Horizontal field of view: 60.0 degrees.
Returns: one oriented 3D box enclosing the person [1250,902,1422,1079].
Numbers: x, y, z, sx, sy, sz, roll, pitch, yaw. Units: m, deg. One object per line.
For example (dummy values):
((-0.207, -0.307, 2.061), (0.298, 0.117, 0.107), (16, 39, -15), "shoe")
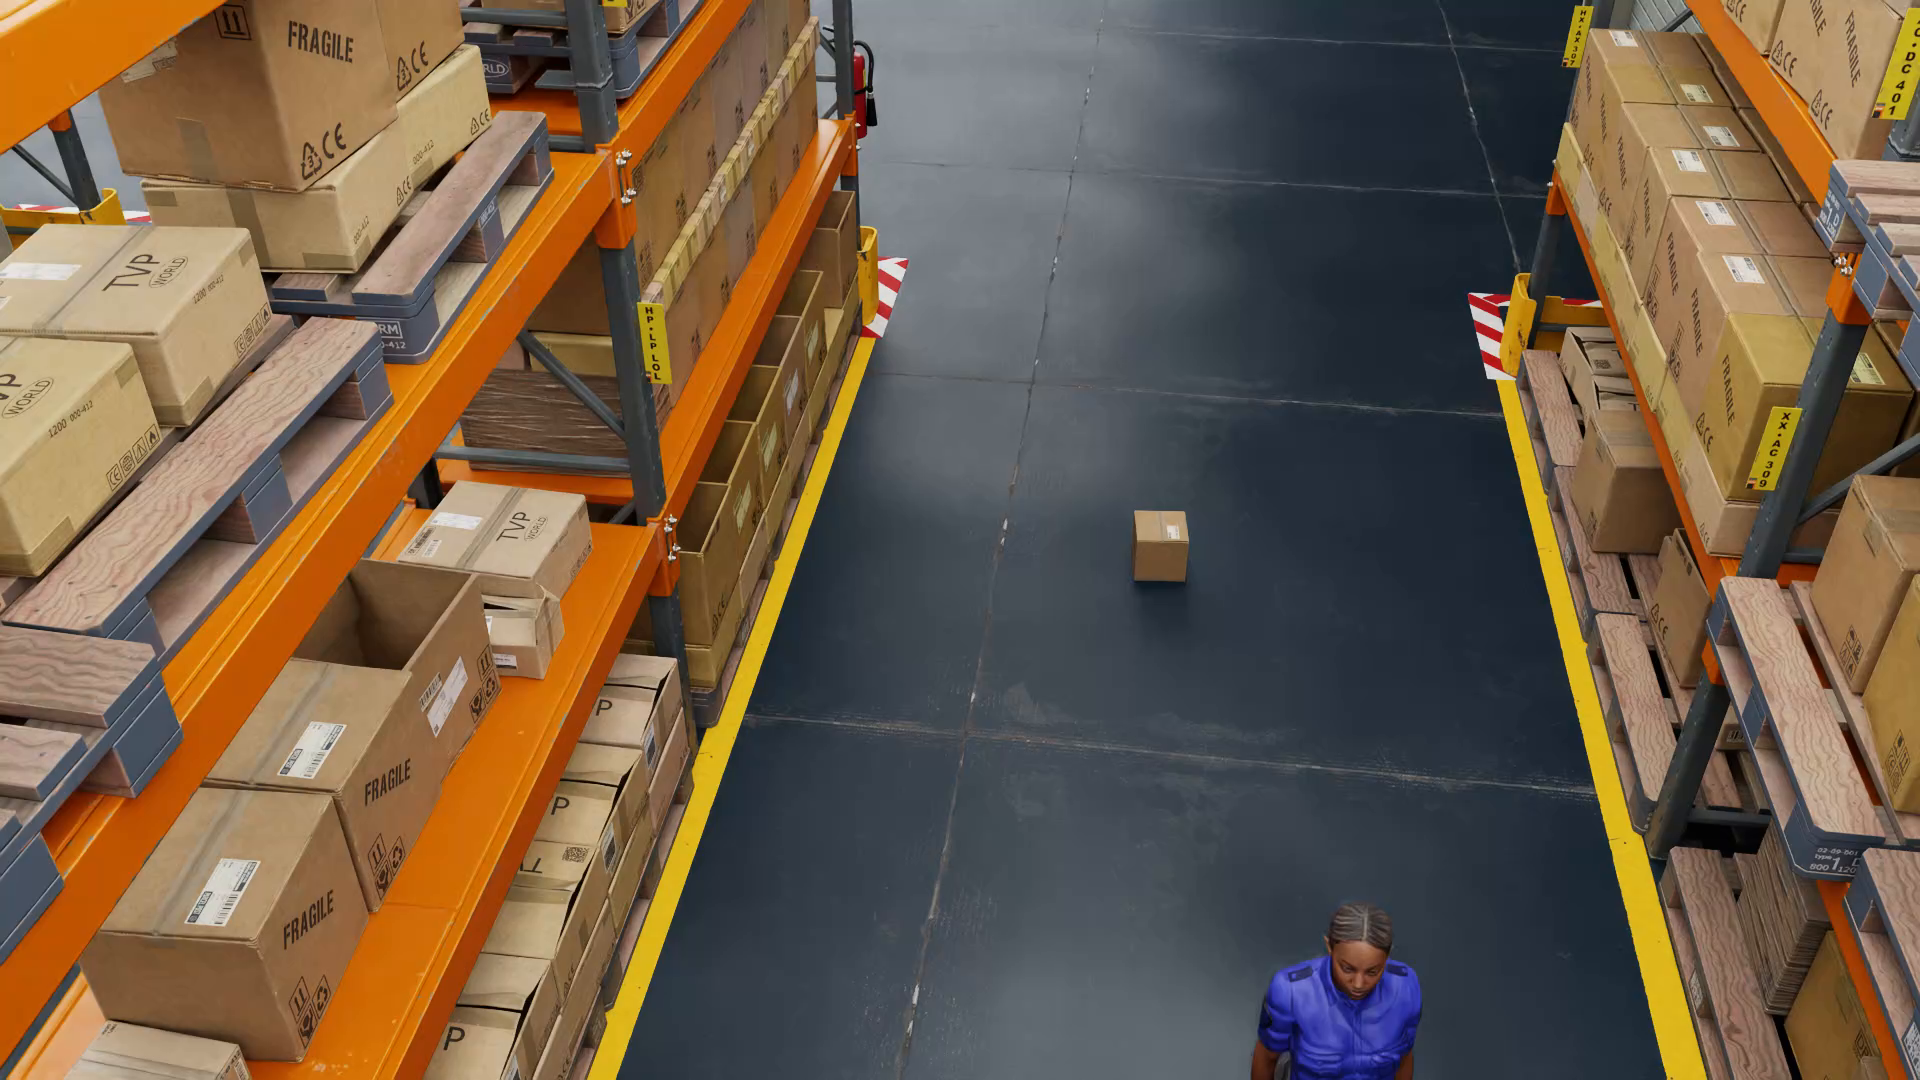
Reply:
((1.058, 1.626, 4.787), (0.472, 1.652, 0.426), (-1, 36, -1), "person")
